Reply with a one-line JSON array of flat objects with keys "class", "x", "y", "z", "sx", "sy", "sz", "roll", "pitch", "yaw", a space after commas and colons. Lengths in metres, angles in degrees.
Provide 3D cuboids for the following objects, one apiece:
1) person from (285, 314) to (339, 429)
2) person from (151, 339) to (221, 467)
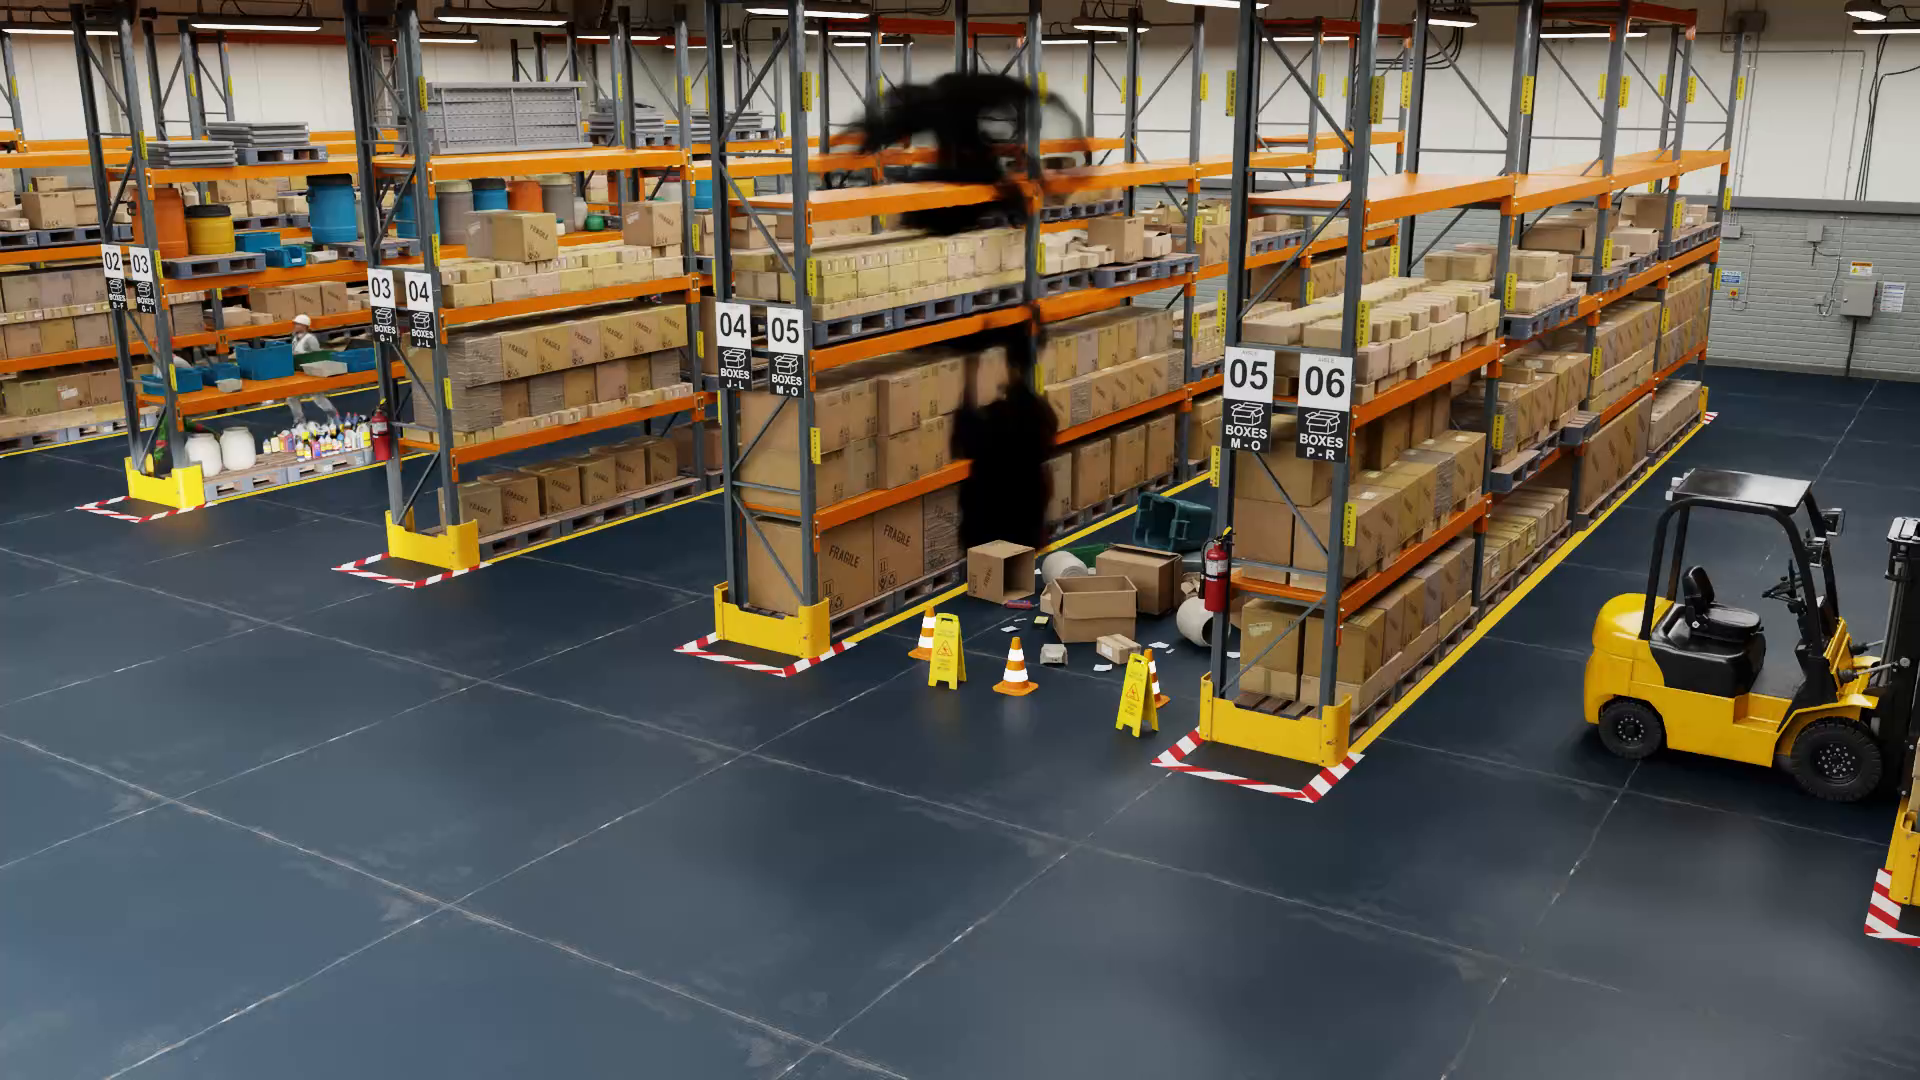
[{"class": "person", "x": -9.700, "y": -2.471, "z": 24.878, "sx": 0.635, "sy": 1.818, "sz": 0.795, "roll": 9, "pitch": 18, "yaw": 30}, {"class": "person", "x": -10.775, "y": -1.912, "z": 22.780, "sx": 1.152, "sy": 1.797, "sz": 0.622, "roll": -14, "pitch": 21, "yaw": -41}]
